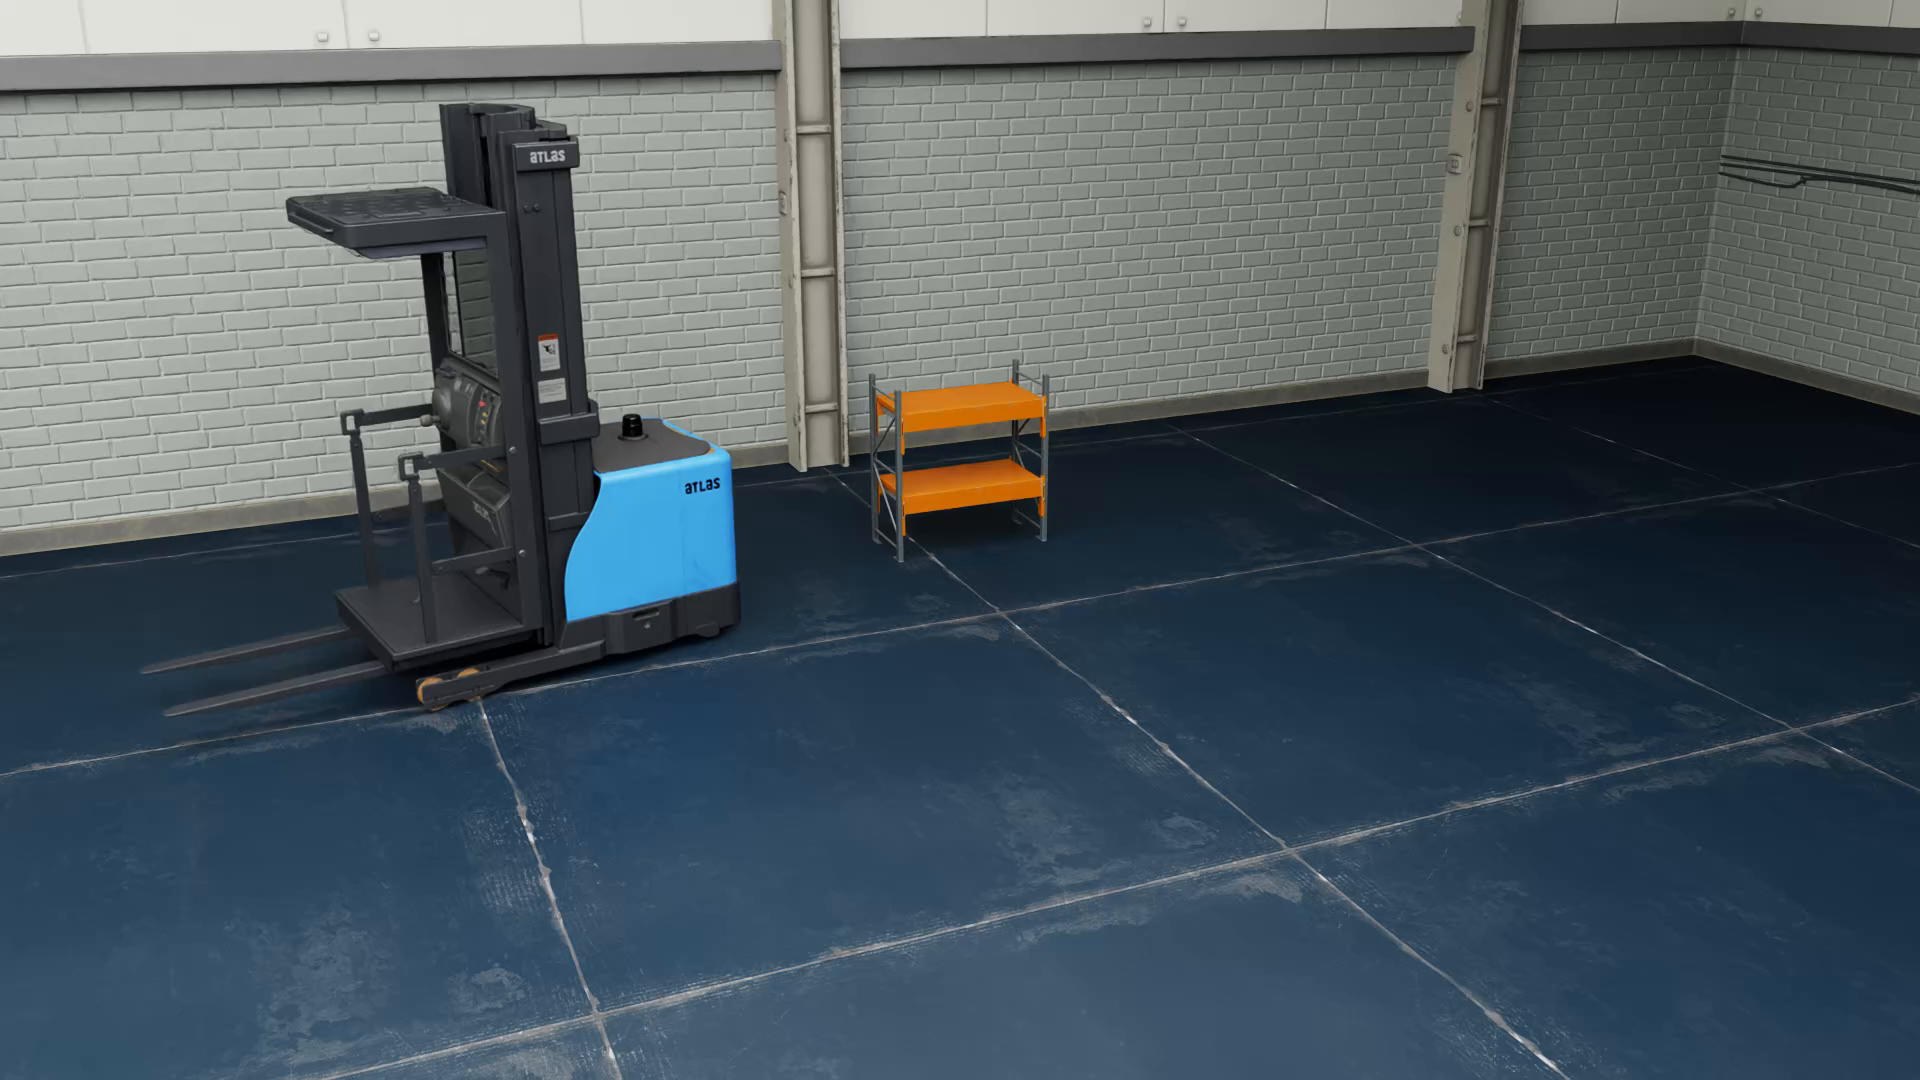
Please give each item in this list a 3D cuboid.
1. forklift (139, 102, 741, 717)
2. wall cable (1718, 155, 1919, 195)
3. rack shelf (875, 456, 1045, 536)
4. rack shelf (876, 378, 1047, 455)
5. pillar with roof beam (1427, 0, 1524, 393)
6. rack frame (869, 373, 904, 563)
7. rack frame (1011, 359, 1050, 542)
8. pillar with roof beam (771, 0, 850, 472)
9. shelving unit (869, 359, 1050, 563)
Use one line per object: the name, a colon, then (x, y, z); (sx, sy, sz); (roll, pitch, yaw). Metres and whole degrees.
forklift: (-2.752, -0.707, 8.617); (3.031, 2.935, 1.130); (-13, 23, -33)
wall cable: (7.661, -4.136, 13.895); (0.112, 2.526, 3.097); (-8, 21, -22)
rack shelf: (-0.006, -0.299, 10.914); (1.000, 0.278, 0.538); (-8, 21, -22)
rack shelf: (-0.006, -0.806, 10.735); (1.000, 0.278, 0.538); (-8, 21, -22)
pillar with roof beam: (6.137, -4.304, 9.695); (0.400, 9.000, 9.100); (-8, 21, -22)
rack frame: (-0.473, -0.463, 10.643); (0.032, 1.125, 0.500); (-8, 21, -22)
rack frame: (0.461, -0.597, 11.023); (0.032, 1.125, 0.500); (-8, 21, -22)
pillar with roof beam: (0.628, -3.514, 7.453); (0.400, 9.000, 9.100); (-8, 21, -22)
shelving unit: (-0.006, -0.530, 10.833); (1.048, 1.125, 0.538); (-8, 21, -22)
